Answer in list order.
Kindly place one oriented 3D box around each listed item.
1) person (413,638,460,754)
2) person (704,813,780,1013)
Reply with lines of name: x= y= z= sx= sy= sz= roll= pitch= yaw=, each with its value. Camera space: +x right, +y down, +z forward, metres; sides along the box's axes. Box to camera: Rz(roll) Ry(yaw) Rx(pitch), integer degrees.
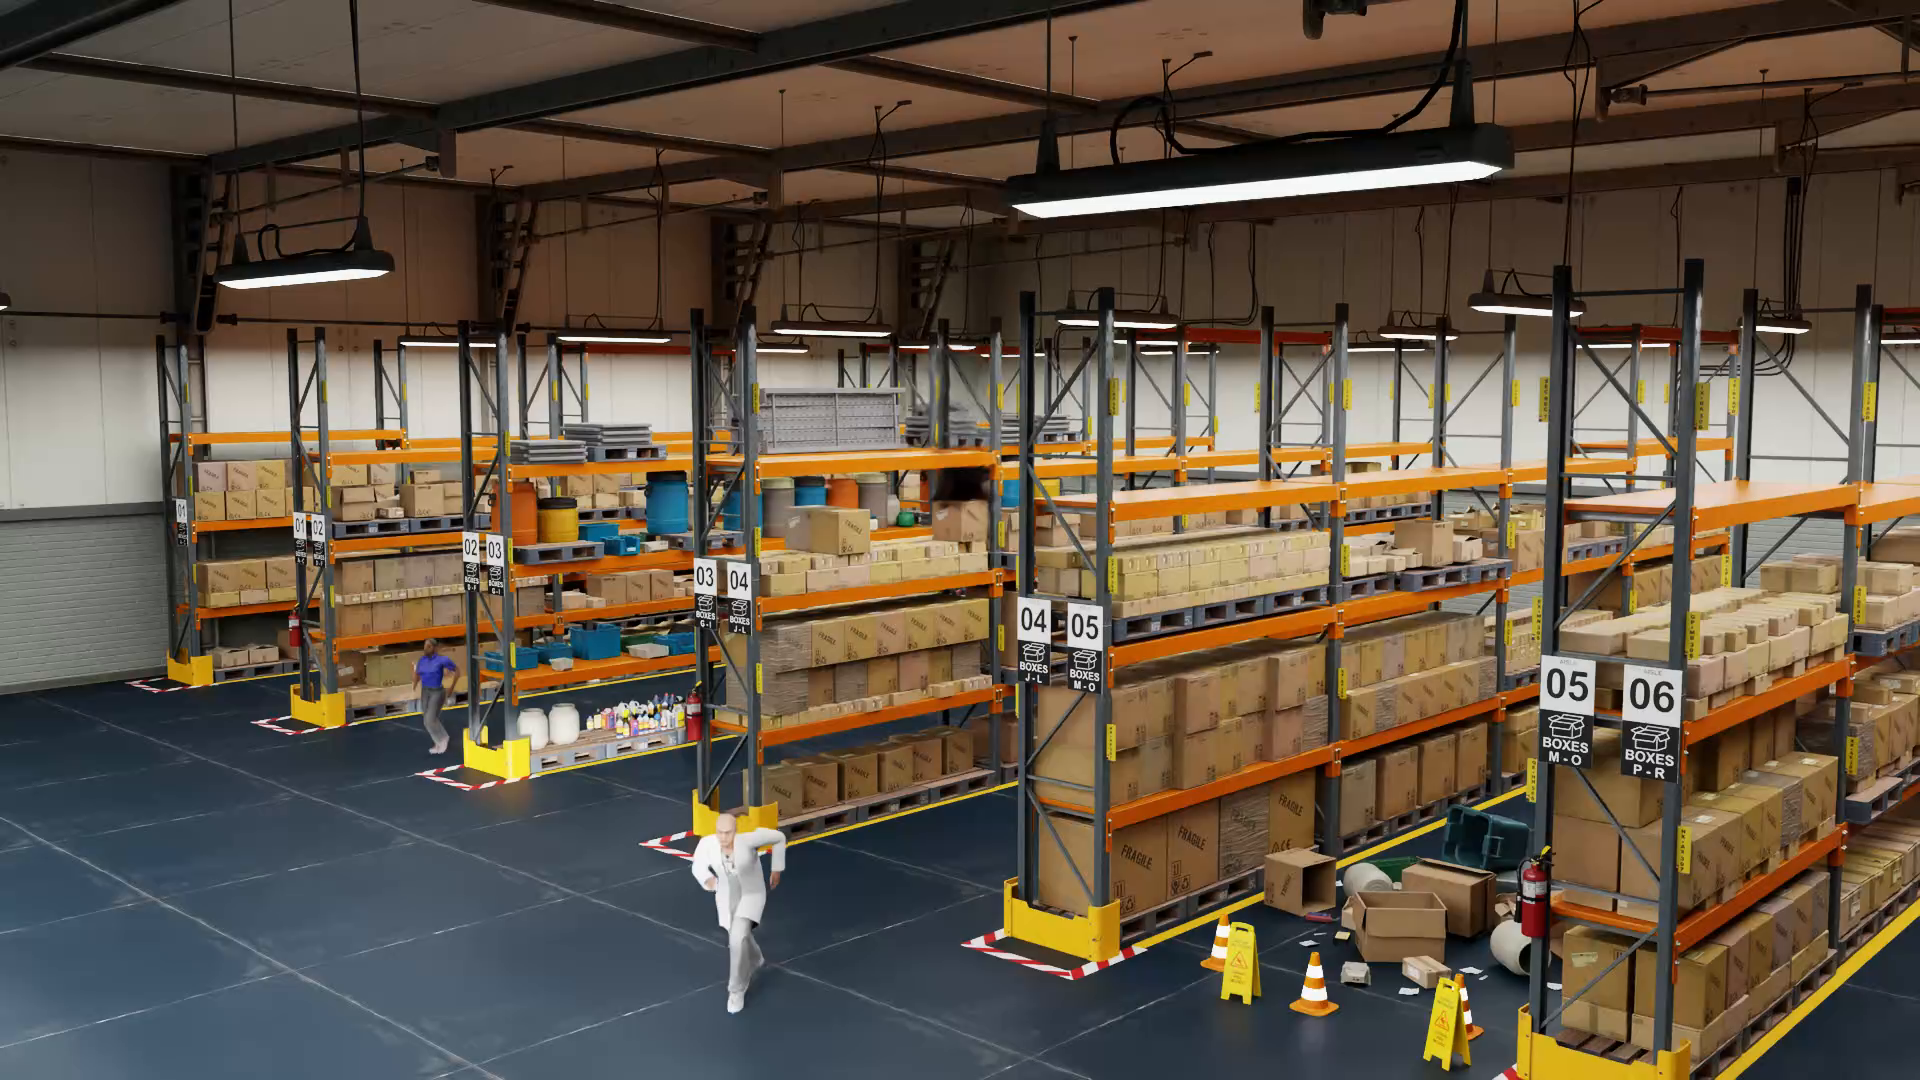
person: x=-7.339 y=2.224 z=23.159 sx=0.599 sy=1.556 sz=0.639 roll=2 pitch=6 yaw=19
person: x=-1.819 y=3.113 z=13.944 sx=0.714 sy=1.613 sz=1.072 roll=1 pitch=5 yaw=10
